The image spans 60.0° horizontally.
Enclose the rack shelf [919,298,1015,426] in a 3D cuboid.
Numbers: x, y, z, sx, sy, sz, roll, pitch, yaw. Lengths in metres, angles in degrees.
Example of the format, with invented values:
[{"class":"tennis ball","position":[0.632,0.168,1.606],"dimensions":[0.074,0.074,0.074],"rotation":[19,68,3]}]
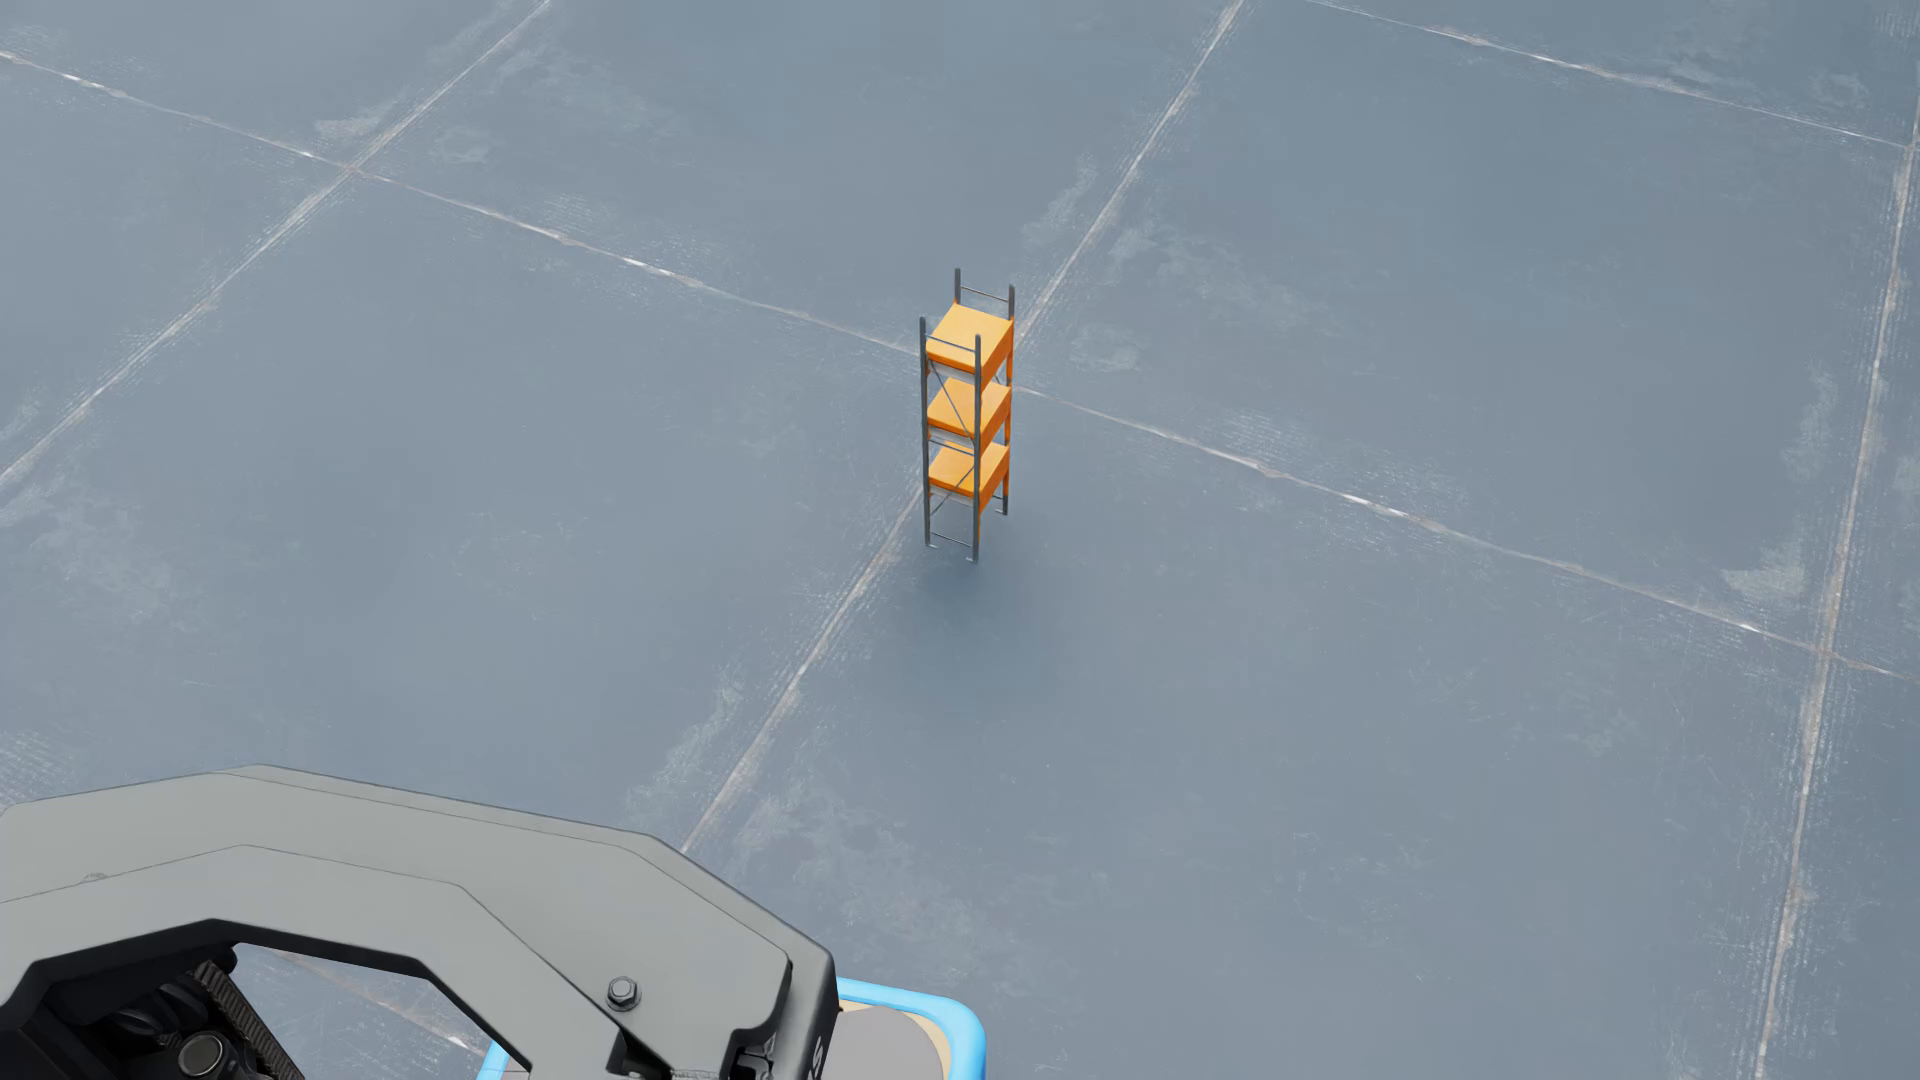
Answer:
[{"class":"rack shelf","position":[0.023,-0.554,5.173],"dimensions":[0.215,0.259,0.240],"rotation":[20,52,16]}]

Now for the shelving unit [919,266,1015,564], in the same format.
[{"class":"shelving unit","position":[0.023,-0.377,5.382],"dimensions":[0.215,1.050,0.252],"rotation":[20,52,16]}]

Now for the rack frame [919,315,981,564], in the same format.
[{"class":"rack frame","position":[-0.029,-0.293,5.310],"dimensions":[0.200,1.050,0.008],"rotation":[20,52,16]}]

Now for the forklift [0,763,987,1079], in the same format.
[{"class":"forklift","position":[-0.729,1.759,2.329],"dimensions":[1.130,2.935,3.031],"rotation":[9,50,7]}]

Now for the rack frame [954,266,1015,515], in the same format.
[{"class":"rack frame","position":[0.075,-0.461,5.453],"dimensions":[0.200,1.050,0.008],"rotation":[20,52,16]}]

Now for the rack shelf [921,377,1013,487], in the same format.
[{"class":"rack shelf","position":[0.023,-0.370,5.390],"dimensions":[0.215,0.259,0.240],"rotation":[20,52,16]}]

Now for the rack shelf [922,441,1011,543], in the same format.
[{"class":"rack shelf","position":[0.023,-0.190,5.601],"dimensions":[0.215,0.259,0.240],"rotation":[20,52,16]}]
